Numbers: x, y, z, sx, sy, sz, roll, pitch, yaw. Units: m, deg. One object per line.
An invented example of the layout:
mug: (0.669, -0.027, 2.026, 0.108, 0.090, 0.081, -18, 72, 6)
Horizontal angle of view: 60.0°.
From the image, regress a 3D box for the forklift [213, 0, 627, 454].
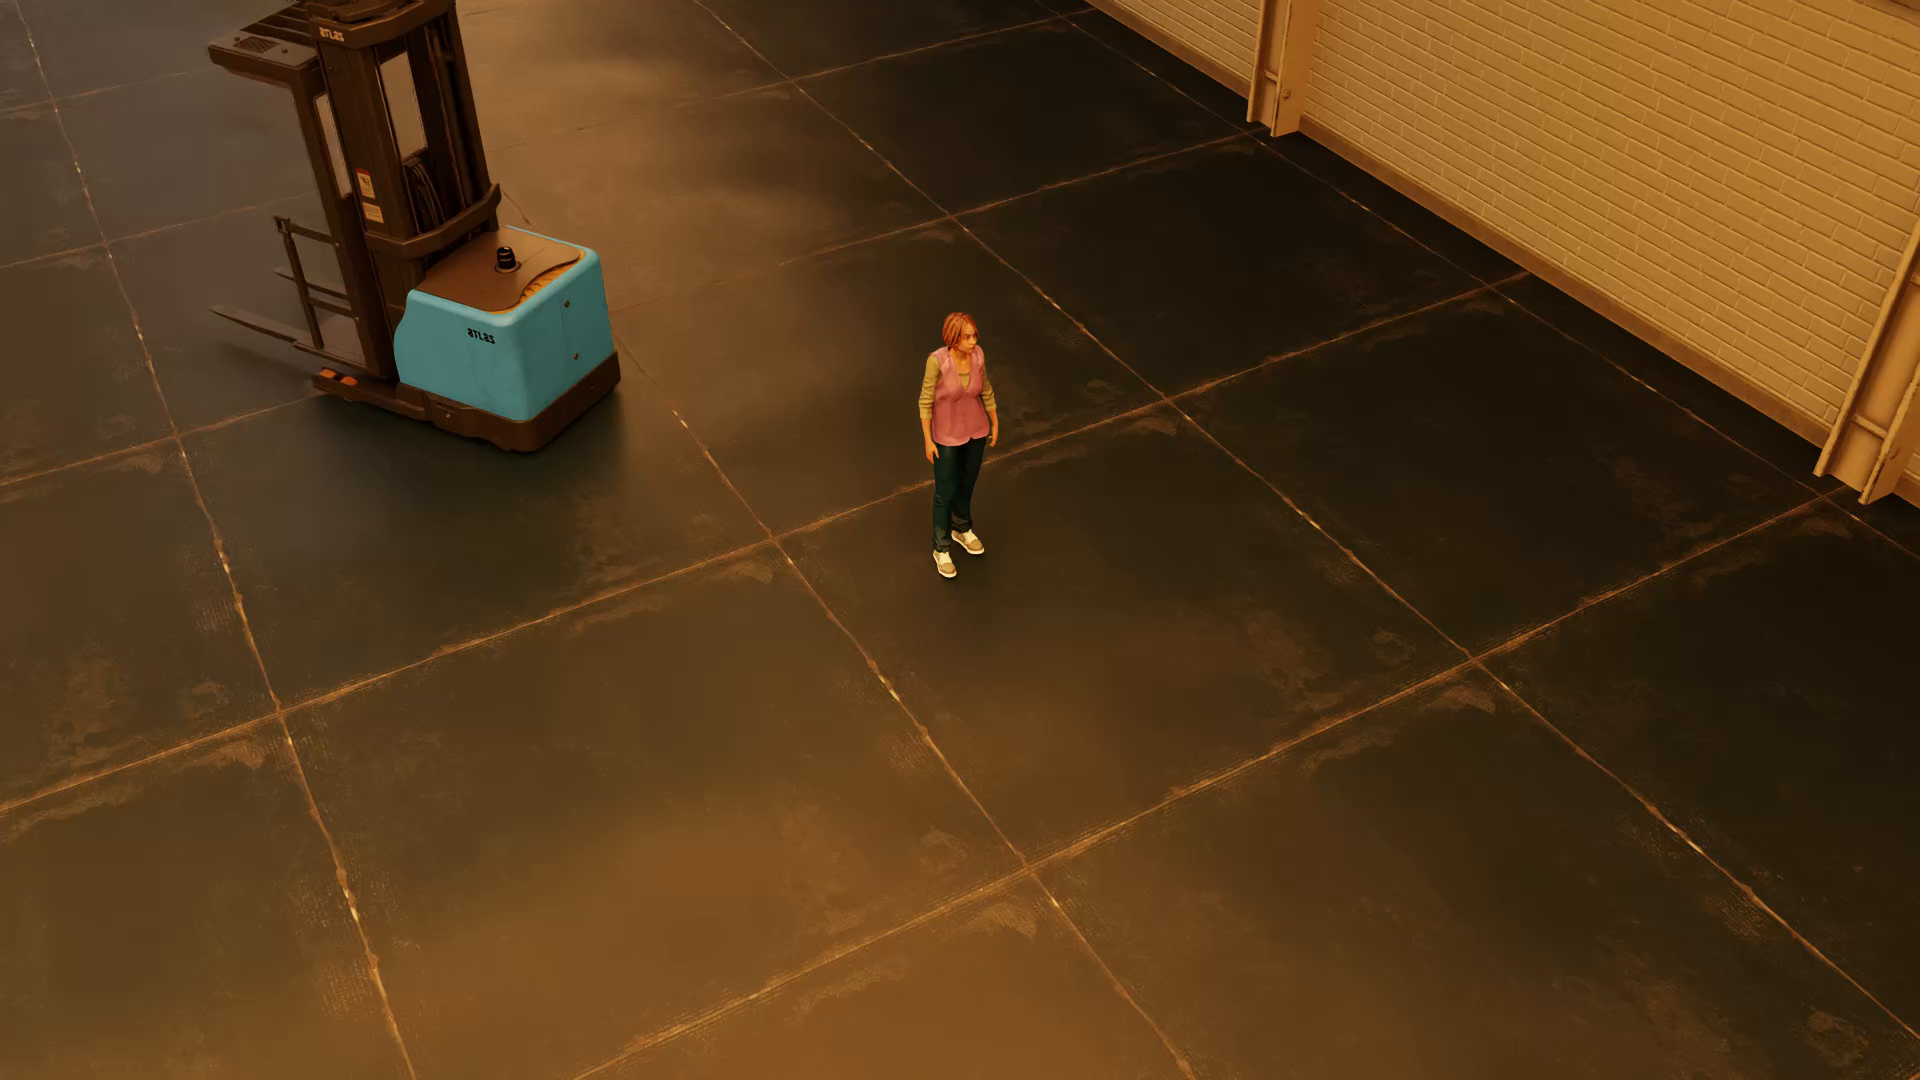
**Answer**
forklift: (-3.863, -2.353, 10.873, 3.031, 2.935, 1.130, 18, 43, 21)

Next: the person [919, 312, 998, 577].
person: (0.024, -0.575, 9.763, 0.520, 1.597, 0.475, -20, 44, -23)
